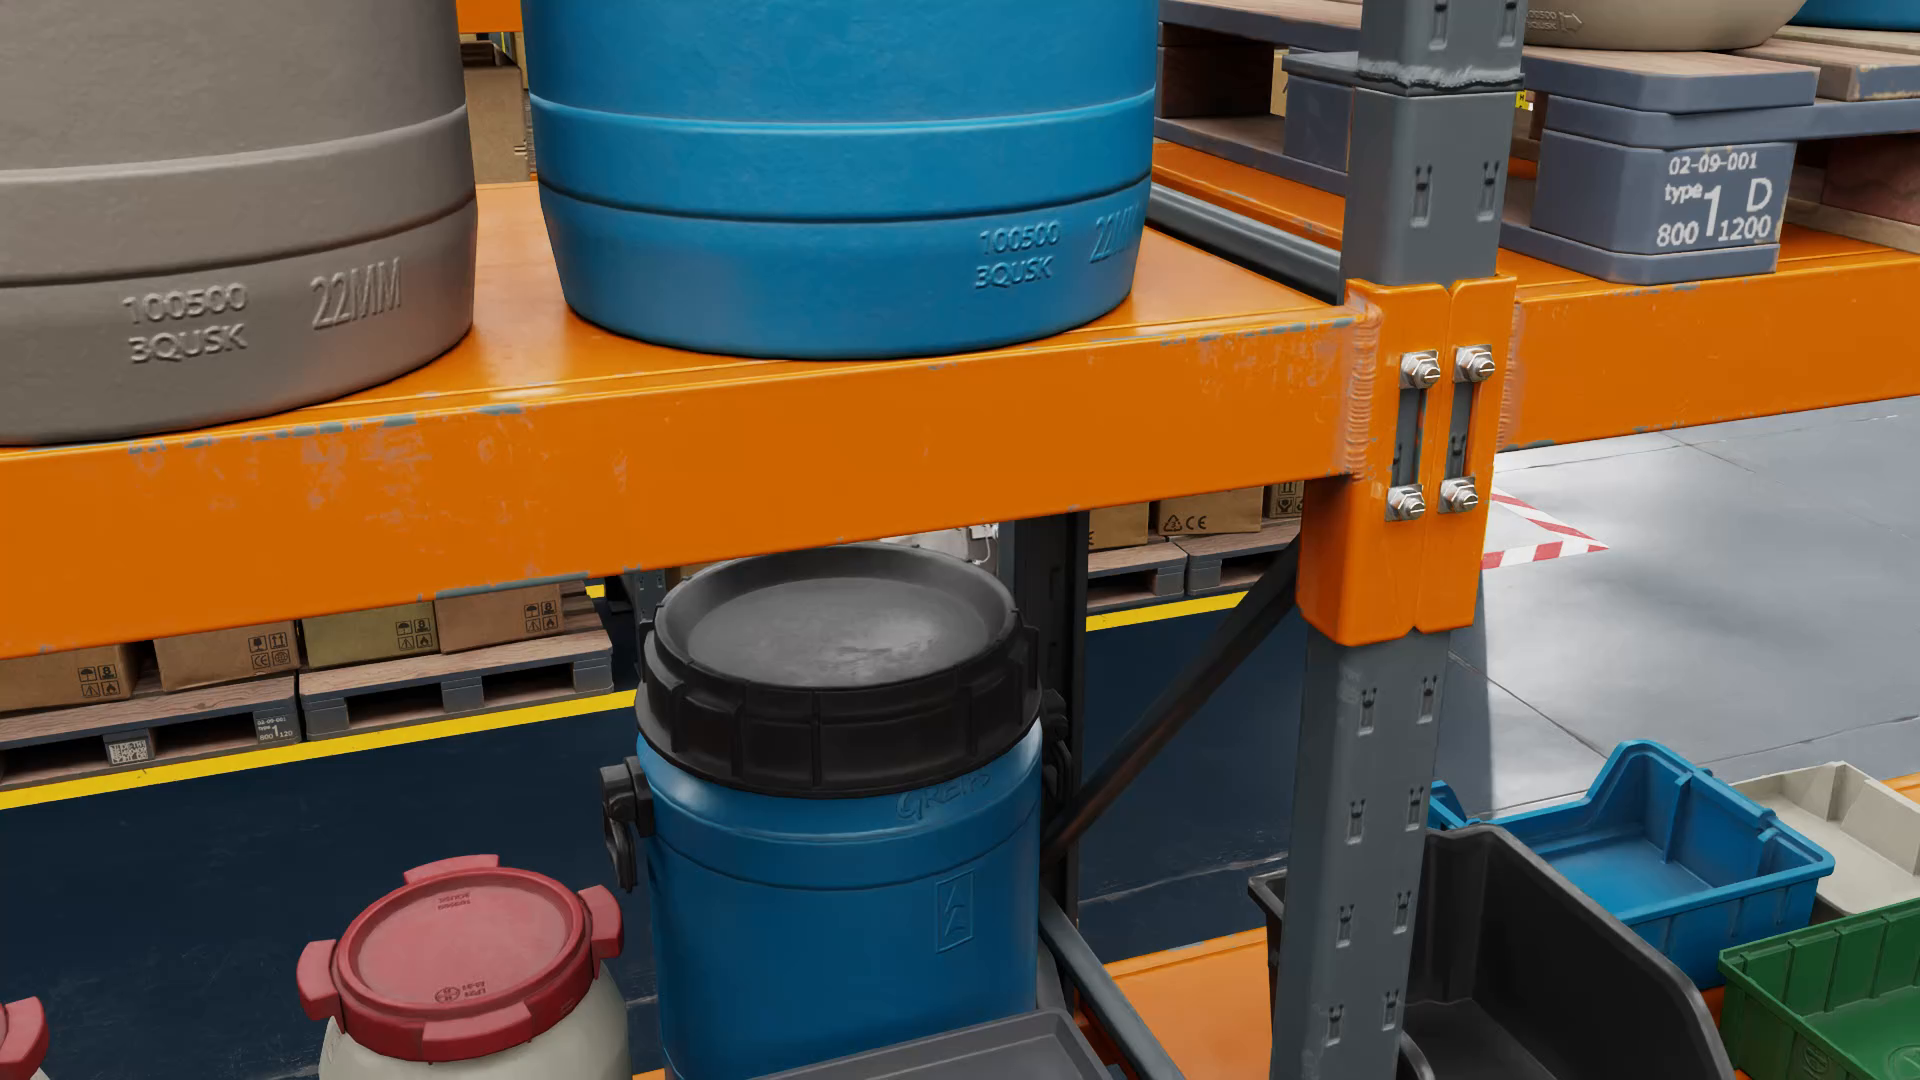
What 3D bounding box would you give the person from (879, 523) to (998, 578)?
[{"bbox_3d":[0.041,0.361,5.215,0.572,1.765,0.849,-6,23,-13],"label":"person"}]
